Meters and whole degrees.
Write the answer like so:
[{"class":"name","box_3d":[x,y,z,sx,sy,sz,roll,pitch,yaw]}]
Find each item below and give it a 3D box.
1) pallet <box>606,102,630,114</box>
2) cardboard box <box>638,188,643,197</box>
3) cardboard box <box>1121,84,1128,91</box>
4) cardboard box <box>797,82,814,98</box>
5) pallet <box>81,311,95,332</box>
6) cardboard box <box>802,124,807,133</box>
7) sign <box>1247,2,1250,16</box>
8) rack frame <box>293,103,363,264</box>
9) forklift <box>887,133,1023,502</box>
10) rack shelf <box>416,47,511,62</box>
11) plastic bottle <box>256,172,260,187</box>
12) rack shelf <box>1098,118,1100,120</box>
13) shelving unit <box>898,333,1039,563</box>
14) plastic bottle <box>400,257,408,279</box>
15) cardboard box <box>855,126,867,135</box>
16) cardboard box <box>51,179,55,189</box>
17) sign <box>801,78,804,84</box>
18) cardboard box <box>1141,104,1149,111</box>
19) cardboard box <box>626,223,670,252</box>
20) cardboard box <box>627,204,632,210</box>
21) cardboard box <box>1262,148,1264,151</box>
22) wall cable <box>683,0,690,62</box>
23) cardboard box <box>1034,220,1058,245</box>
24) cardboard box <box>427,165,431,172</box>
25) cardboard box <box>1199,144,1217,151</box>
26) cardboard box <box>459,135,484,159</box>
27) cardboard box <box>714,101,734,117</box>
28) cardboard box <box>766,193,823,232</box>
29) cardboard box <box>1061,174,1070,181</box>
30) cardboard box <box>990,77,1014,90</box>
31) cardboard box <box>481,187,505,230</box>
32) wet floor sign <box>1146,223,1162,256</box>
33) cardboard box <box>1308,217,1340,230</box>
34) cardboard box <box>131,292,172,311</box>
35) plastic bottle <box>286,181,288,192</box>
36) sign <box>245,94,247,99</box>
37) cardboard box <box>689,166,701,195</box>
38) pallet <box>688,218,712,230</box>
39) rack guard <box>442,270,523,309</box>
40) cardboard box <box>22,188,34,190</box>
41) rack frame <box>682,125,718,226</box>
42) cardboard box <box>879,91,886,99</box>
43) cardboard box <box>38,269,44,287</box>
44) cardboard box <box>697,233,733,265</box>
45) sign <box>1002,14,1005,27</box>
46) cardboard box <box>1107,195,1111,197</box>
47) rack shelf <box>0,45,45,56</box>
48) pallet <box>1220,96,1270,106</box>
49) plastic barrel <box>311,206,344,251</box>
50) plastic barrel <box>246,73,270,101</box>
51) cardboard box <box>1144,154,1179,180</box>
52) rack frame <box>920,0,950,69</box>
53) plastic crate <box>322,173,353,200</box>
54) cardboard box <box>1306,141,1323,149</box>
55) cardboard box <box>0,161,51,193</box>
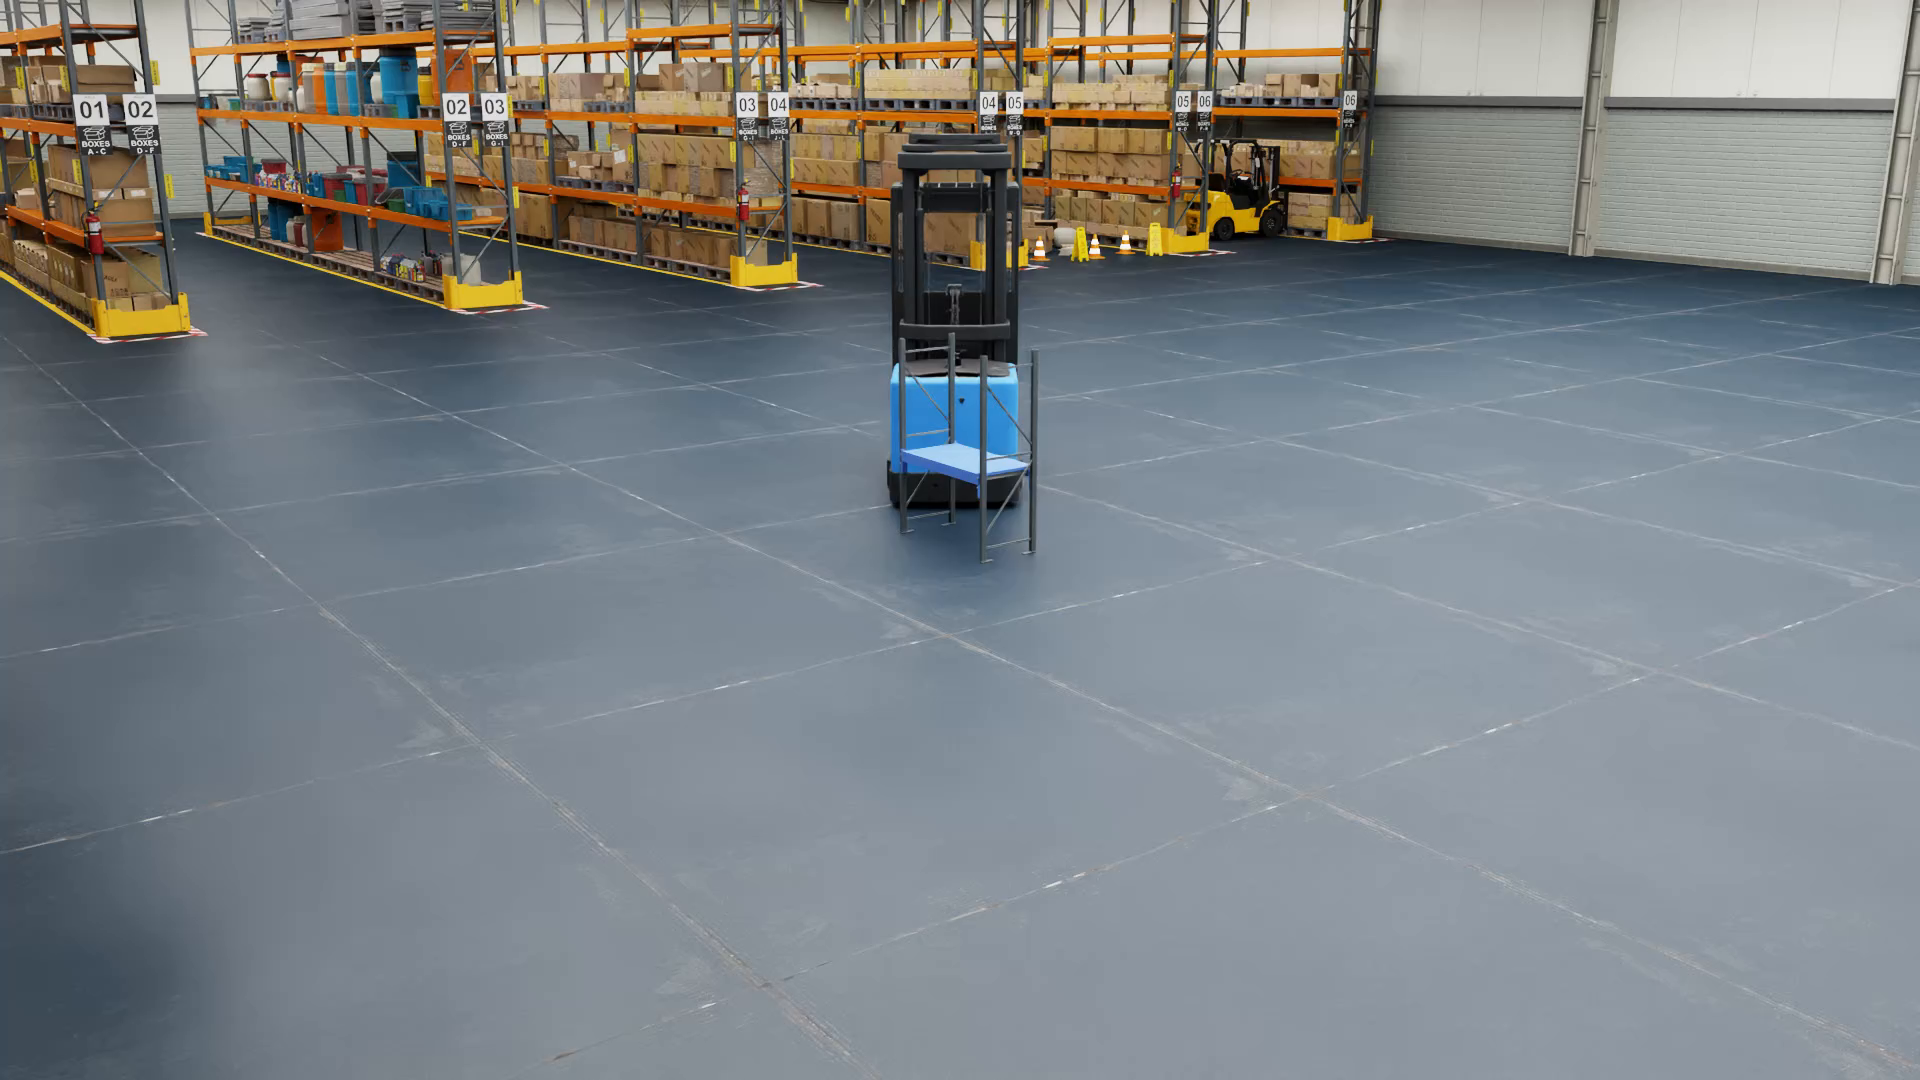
[{"class":"pallet","box_3d":[-5.969,-8.230,31.638,1.213,0.211,1.003,-11,19,-35]},{"class":"cardboard box","box_3d":[-5.809,-6.512,31.162,0.380,0.149,0.250,-11,19,-35]},{"class":"cardboard box","box_3d":[3.574,-9.435,34.648,0.380,0.149,0.250,-12,19,-36]},{"class":"cardboard box","box_3d":[-3.129,-9.577,35.388,0.500,0.311,0.500,-11,19,-36]},{"class":"pallet","box_3d":[-11.839,-3.147,23.673,1.003,0.211,1.213,-11,19,-35]},{"class":"cardboard box","box_3d":[-4.062,-10.992,44.972,0.500,0.500,0.500,-11,19,-35]},{"class":"sign","box_3d":[6.800,-12.537,39.265,0.100,0.325,0.005,-11,19,-35]},{"class":"rack frame","box_3d":[-12.051,-6.811,31.779,1.000,3.000,0.127,-11,19,-35]},{"class":"forklift","box_3d":[-0.042,-2.049,14.509,1.130,2.935,3.031,0,15,0]},{"class":"rack shelf","box_3d":[-11.572,-11.215,38.625,1.077,0.370,4.000,-11,19,-35]},{"class":"plastic bottle","box_3d":[-14.454,-7.436,34.283,0.061,0.283,0.133,-11,19,-35]},{"class":"rack shelf","box_3d":[2.809,-11.416,44.286,1.077,0.370,4.000,-11,19,-35]},{"class":"shelving unit","box_3d":[0.050,-0.705,12.312,0.538,1.500,1.048,-11,19,-35]},{"class":"plastic bottle","box_3d":[-9.199,-4.524,27.606,0.144,0.351,0.185,-11,19,-35]},{"class":"cardboard box","box_3d":[-2.354,-10.364,42.678,0.500,0.500,0.500,-11,19,-34]},{"class":"cardboard box","box_3d":[-13.559,-5.409,25.238,0.380,0.149,0.250,-11,19,-34]},{"class":"sign","box_3d":[-3.519,-10.147,37.156,0.100,0.325,0.005,-11,19,-35]},{"class":"cardboard box","box_3d":[3.938,-8.878,34.126,0.380,0.149,0.250,-10,18,-33]},{"class":"cardboard box","box_3d":[-6.036,-5.867,32.231,0.700,0.500,0.500,-13,20,-39]},{"class":"cardboard box","box_3d":[-8.407,-8.659,43.137,0.380,0.149,0.250,-11,19,-35]},{"class":"cardboard box","box_3d":[7.040,-9.010,38.394,0.380,0.149,0.250,-12,19,-36]},{"class":"wall cable","box_3d":[-8.305,-14.891,49.936,0.463,3.000,0.029,-11,19,-35]},{"class":"cardboard box","box_3d":[1.853,-6.619,35.810,0.500,0.500,0.500,1,15,4]},{"class":"cardboard box","box_3d":[-12.654,-8.985,40.199,0.380,0.149,0.250,-11,19,-35]},{"class":"cardboard box","box_3d":[5.956,-9.435,39.947,0.380,0.149,0.250,-10,18,-33]},{"class":"cardboard box","box_3d":[-11.174,-9.031,38.191,0.500,0.500,0.500,-11,19,-34]},{"class":"cardboard box","box_3d":[-3.830,-7.310,28.203,0.500,0.250,0.500,-10,18,-33]},{"class":"cardboard box","box_3d":[-3.688,-7.302,37.038,1.050,0.750,0.750,-11,19,-35]},{"class":"cardboard box","box_3d":[2.440,-7.980,36.525,0.380,0.149,0.250,-10,18,-33]},{"class":"cardboard box","box_3d":[0.655,-8.531,31.119,0.500,0.250,0.500,-11,19,-35]},{"class":"cardboard box","box_3d":[-10.004,-7.478,37.446,1.225,0.875,0.875,-11,19,-34]},{"class":"wet floor sign","box_3d":[3.922,-6.068,33.523,0.267,0.644,0.232,-4,16,-15]},{"class":"cardboard box","box_3d":[8.156,-7.109,37.280,0.500,0.250,0.500,-11,19,-34]},{"class":"cardboard box","box_3d":[-11.491,-3.360,23.584,0.500,0.250,0.500,-11,19,-35]},{"class":"plastic bottle","box_3d":[-13.166,-6.937,32.615,0.097,0.201,0.097,0,15,0]},{"class":"sign","box_3d":[-16.319,-10.004,37.963,0.100,0.325,0.005,-11,19,-35]},{"class":"cardboard box","box_3d":[-4.292,-6.387,29.476,0.875,0.500,0.500,-11,19,-35]},{"class":"pallet","box_3d":[-5.866,-7.671,40.204,1.003,0.211,1.213,-11,19,-35]},{"class":"rack guard","box_3d":[-7.430,-3.906,25.900,1.175,0.500,0.348,-11,19,-35]},{"class":"cardboard box","box_3d":[-15.881,-5.916,28.676,0.500,0.311,0.500,-10,18,-31]},{"class":"rack frame","box_3d":[-6.325,-9.182,40.443,1.000,3.000,0.127,-11,19,-35]},{"class":"cardboard box","box_3d":[-1.383,-8.811,32.897,0.380,0.149,0.250,-11,19,-35]},{"class":"cardboard box","box_3d":[-14.482,-4.217,26.715,0.500,0.250,0.500,-11,19,-35]},{"class":"cardboard box","box_3d":[-4.426,-5.263,30.064,0.500,0.500,0.500,-9,18,-29]},{"class":"sign","box_3d":[1.183,-14.045,44.928,0.100,0.325,0.005,-11,19,-35]},{"class":"cardboard box","box_3d":[3.189,-7.309,36.591,0.500,0.500,0.500,-10,18,-34]},{"class":"rack shelf","box_3d":[-17.236,-8.824,29.889,1.077,0.370,4.000,-11,19,-35]},{"class":"pallet","box_3d":[6.859,-10.261,38.870,1.003,0.211,1.213,-11,19,-35]},{"class":"plastic barrel","box_3d":[-12.352,-6.069,32.382,0.600,0.830,0.708,-11,19,-35]},{"class":"plastic barrel","box_3d":[-14.296,-9.229,33.878,0.433,0.535,0.433,0,15,0]},{"class":"cardboard box","box_3d":[4.133,-7.675,34.181,0.500,0.500,0.500,-11,19,-36]},{"class":"rack frame","box_3d":[-0.719,-14.491,48.476,1.000,3.000,0.127,-11,19,-35]},{"class":"plastic crate","box_3d":[-11.348,-6.449,30.337,0.402,0.464,0.583,-11,19,-35]},{"class":"cardboard box","box_3d":[7.961,-8.829,37.170,0.380,0.149,0.250,-10,18,-33]},{"class":"cardboard box","box_3d":[-16.521,-6.411,29.332,0.500,0.500,0.700,10,18,33]}]
